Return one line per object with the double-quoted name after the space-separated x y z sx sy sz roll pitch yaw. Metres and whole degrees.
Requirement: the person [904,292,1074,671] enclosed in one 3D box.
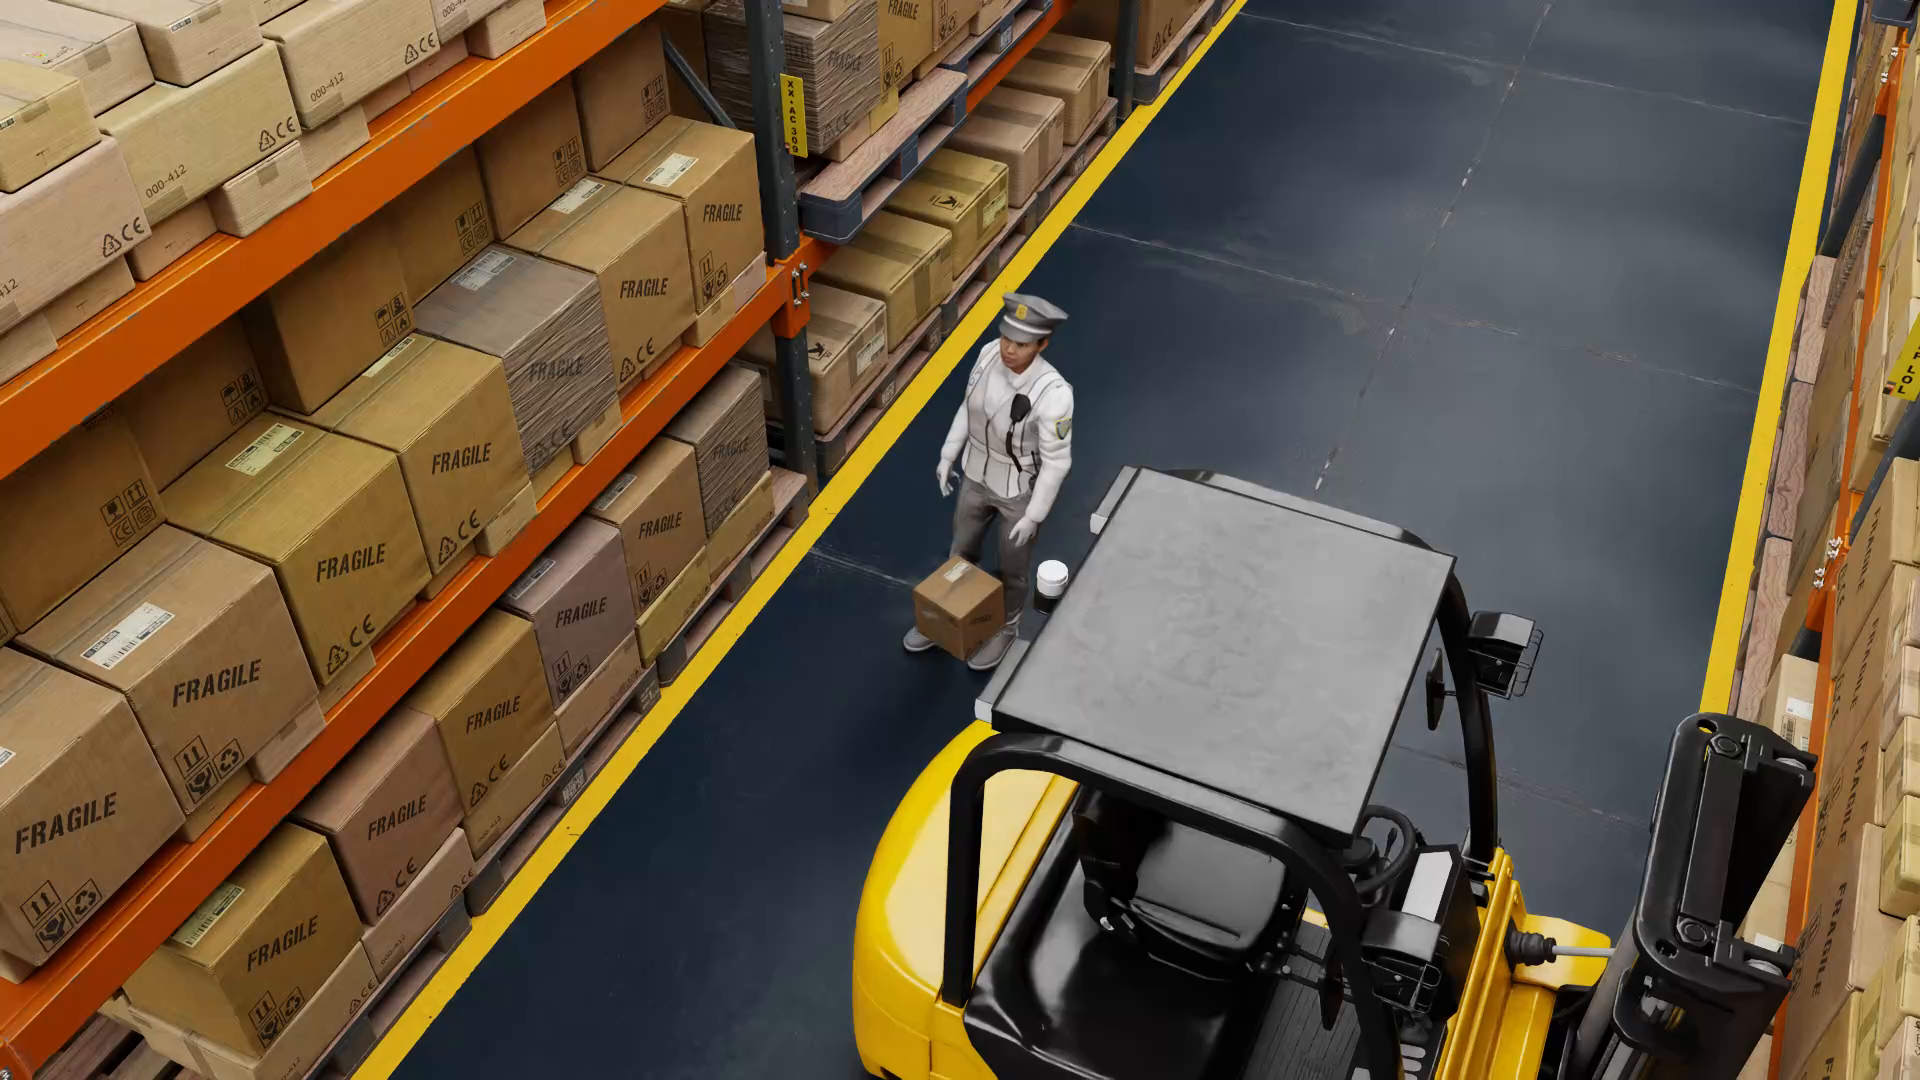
0.127 -0.193 6.334 0.564 1.696 0.540 33 52 31 "person"
